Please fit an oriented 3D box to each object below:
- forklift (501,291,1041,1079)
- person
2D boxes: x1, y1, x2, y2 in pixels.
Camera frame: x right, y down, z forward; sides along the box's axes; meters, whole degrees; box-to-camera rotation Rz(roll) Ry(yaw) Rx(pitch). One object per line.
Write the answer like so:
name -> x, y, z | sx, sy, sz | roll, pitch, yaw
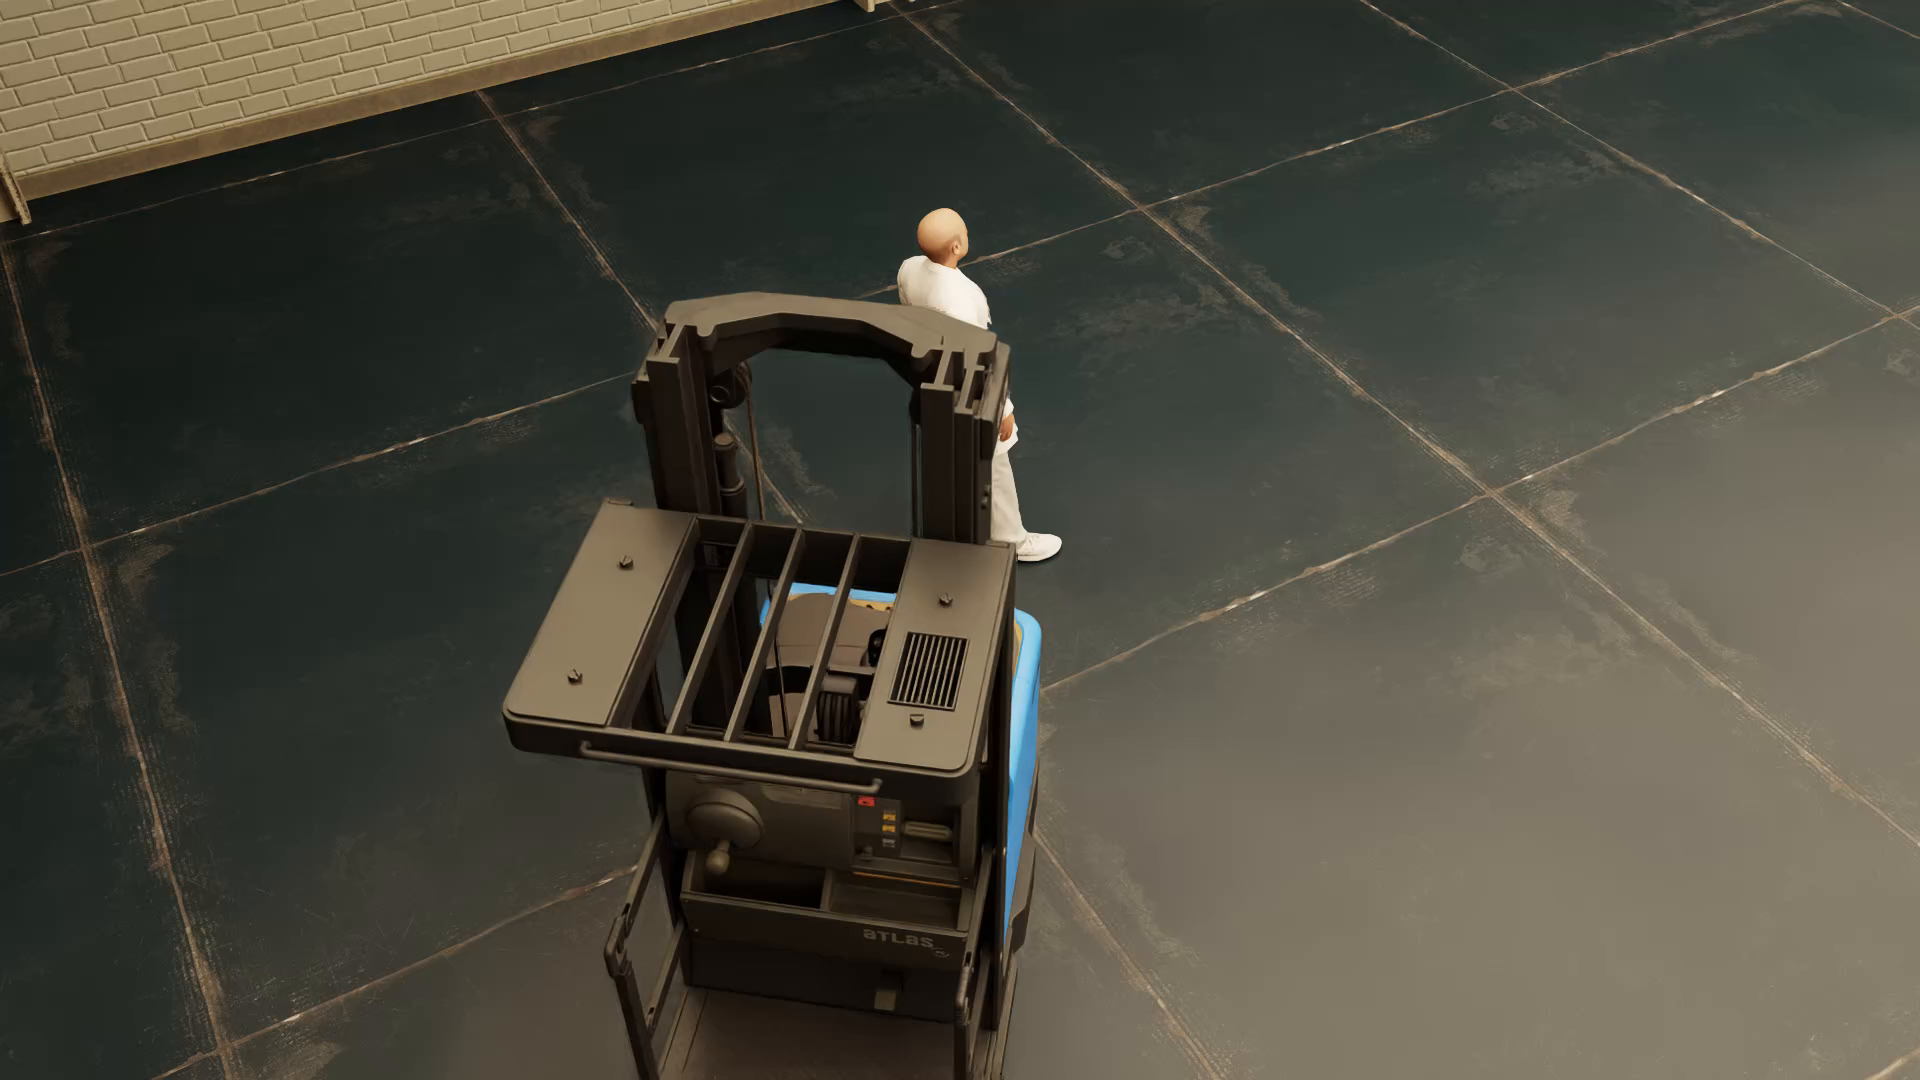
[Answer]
forklift -> -0.441, 0.905, 4.722 | 1.130, 2.935, 3.031 | 6, 43, 7
person -> 0.081, -0.685, 7.274 | 0.580, 1.776, 0.698 | -21, 47, -21
